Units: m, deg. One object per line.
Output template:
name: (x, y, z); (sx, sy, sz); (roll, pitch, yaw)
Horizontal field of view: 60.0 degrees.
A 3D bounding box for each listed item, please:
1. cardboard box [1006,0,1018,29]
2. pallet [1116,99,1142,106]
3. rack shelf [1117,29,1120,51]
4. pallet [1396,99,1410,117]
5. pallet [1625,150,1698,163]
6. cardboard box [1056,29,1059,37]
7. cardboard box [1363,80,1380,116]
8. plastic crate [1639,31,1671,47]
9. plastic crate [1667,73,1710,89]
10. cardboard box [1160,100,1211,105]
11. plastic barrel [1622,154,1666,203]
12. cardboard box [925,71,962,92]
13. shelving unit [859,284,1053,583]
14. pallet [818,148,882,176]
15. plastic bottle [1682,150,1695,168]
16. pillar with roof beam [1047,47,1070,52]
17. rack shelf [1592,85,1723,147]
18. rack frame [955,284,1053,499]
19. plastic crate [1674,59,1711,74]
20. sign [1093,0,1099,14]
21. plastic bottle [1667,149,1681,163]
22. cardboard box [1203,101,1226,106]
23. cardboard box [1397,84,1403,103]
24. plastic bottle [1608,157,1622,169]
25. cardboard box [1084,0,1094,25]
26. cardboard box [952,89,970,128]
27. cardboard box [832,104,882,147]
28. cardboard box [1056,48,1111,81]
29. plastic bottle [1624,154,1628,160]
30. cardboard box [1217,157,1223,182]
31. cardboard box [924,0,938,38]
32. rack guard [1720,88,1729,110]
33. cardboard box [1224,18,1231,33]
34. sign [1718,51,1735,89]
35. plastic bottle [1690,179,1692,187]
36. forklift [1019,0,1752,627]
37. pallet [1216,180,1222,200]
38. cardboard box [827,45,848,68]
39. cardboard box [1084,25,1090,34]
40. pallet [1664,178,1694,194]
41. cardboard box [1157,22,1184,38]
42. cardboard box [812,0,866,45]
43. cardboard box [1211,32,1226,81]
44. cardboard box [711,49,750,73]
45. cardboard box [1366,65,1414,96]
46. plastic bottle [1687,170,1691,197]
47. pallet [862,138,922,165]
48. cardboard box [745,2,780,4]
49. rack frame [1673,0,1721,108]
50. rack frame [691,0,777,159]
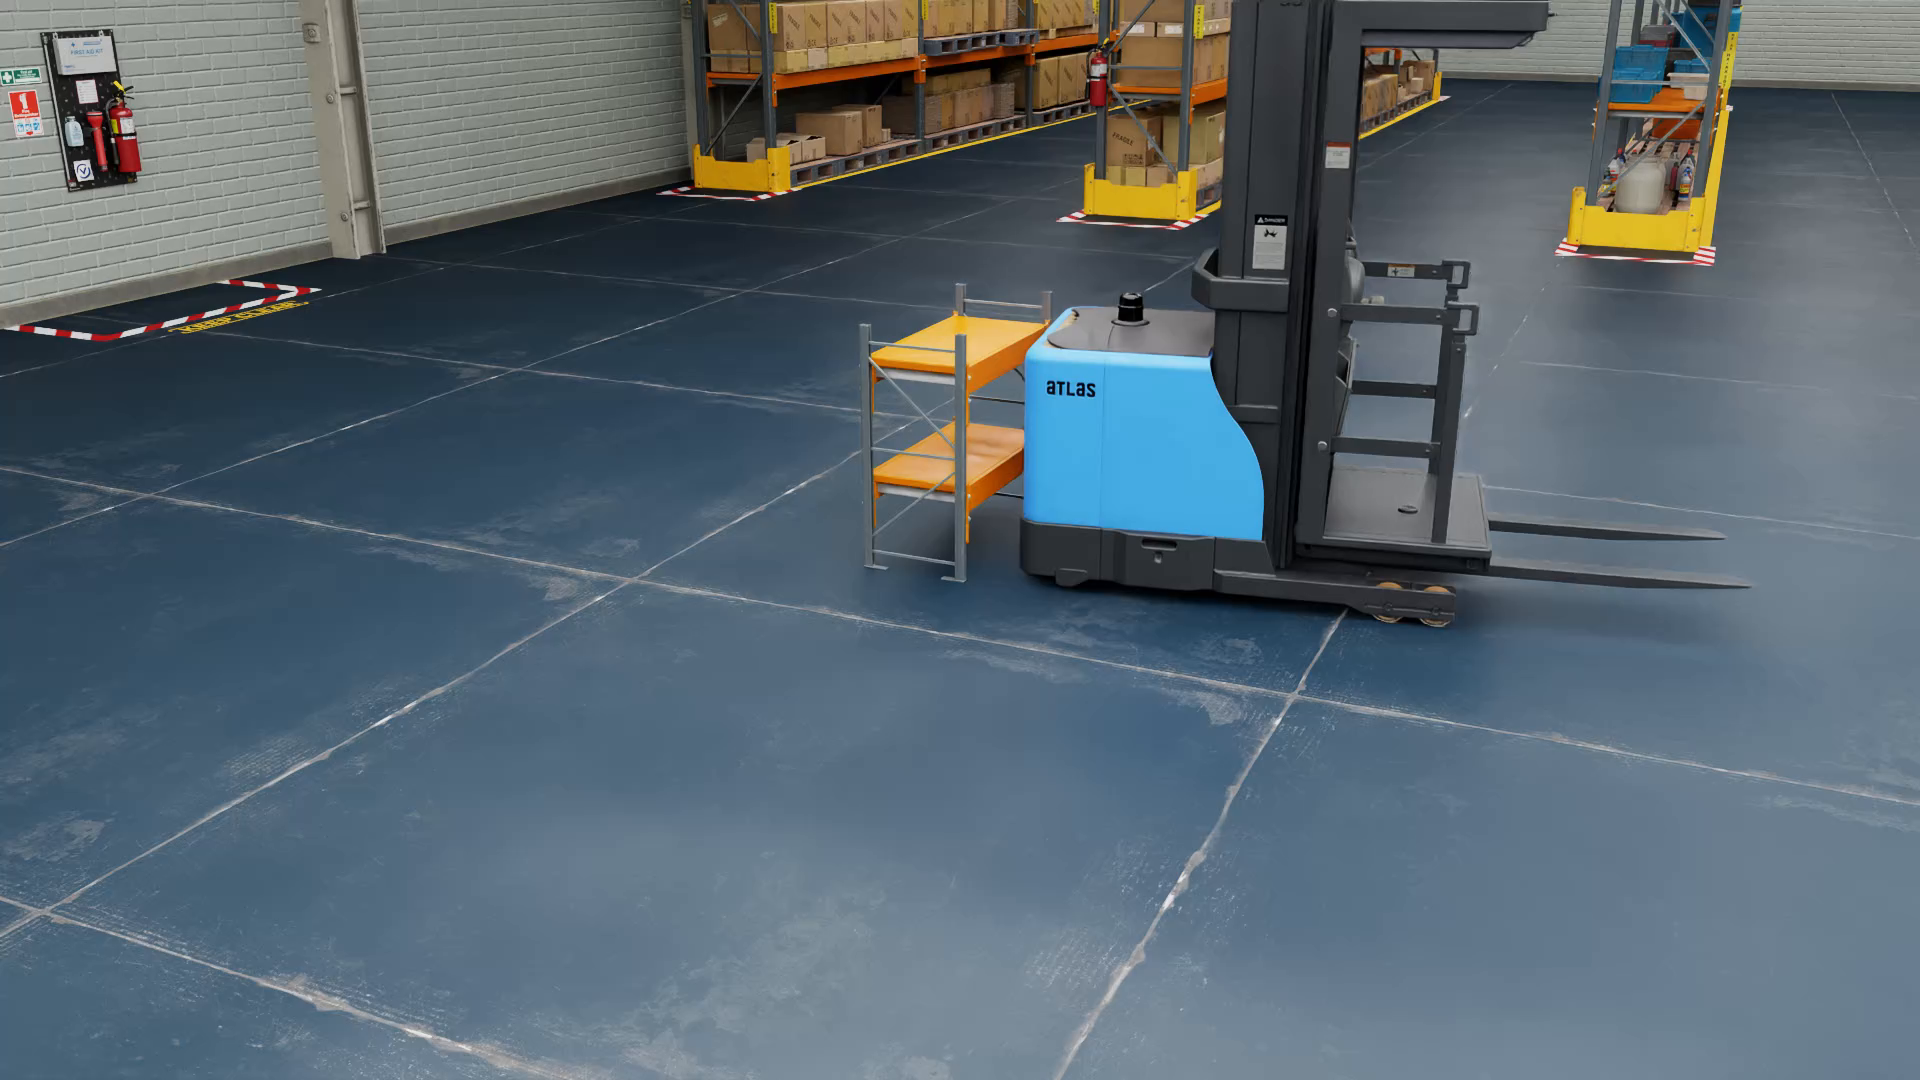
cardboard box: (0.486, -8.112, 25.497); (0.700, 0.500, 0.500); (6, 20, 16)
pallet: (2.690, -8.134, 30.524); (1.003, 0.211, 1.213); (9, 21, 23)
rack shelf: (3.126, -9.498, 31.273); (1.077, 0.370, 4.000); (9, 21, 23)
pallet: (7.110, -7.443, 28.583); (1.003, 0.211, 1.213); (9, 21, 23)
pallet: (8.854, -4.727, 20.944); (1.003, 0.211, 1.213); (9, 21, 23)
cardboard box: (1.401, -8.283, 27.127); (0.380, 0.149, 0.250); (9, 21, 24)
cardboard box: (6.265, -6.928, 26.046); (0.500, 0.500, 0.500); (8, 21, 21)
plastic crate: (7.988, -5.641, 19.258); (0.402, 0.464, 0.583); (9, 21, 23)
plastic crate: (7.635, -4.765, 17.285); (0.530, 0.136, 0.437); (9, 21, 23)
cardboard box: (2.667, -4.953, 19.776); (0.500, 0.500, 0.500); (9, 21, 23)
plastic barrel: (6.836, -3.589, 16.669); (0.421, 0.512, 0.421); (0, 20, 0)
cardboard box: (-0.296, -6.685, 24.244); (0.500, 0.250, 0.500); (8, 21, 21)
shelving unit: (0.003, -0.532, 7.786); (0.538, 1.125, 1.048); (9, 21, 23)
pallet: (-1.710, -4.882, 21.381); (1.003, 0.211, 1.213); (9, 21, 23)
plastic bottle: (8.069, -4.144, 18.440); (0.144, 0.351, 0.185); (8, 21, 21)
pillar with roof beam: (5.732, -11.794, 27.703); (9.100, 9.000, 0.400); (9, 21, 23)
rack shelf: (7.250, -4.470, 17.136); (1.077, 0.370, 4.000); (9, 21, 23)
rack frame: (0.211, -0.687, 8.223); (0.500, 1.125, 0.032); (9, 21, 23)
plastic crate: (7.864, -4.975, 17.704); (0.499, 0.251, 0.616); (9, 21, 23)
sign: (1.425, -5.615, 17.198); (0.100, 0.325, 0.005); (9, 21, 23)
plastic bottle: (7.937, -4.163, 18.496); (0.144, 0.351, 0.185); (9, 21, 23)
cardboard box: (3.145, -4.881, 19.574); (0.500, 0.500, 0.500); (9, 21, 23)
cardboard box: (7.197, -7.586, 28.180); (0.500, 0.311, 0.500); (9, 21, 23)
plastic bottle: (7.033, -3.946, 17.884); (0.144, 0.351, 0.185); (10, 22, 25)
cardboard box: (1.935, -8.937, 27.999); (0.500, 0.500, 0.500); (9, 21, 23)
cardboard box: (-0.271, -6.352, 24.428); (0.700, 0.500, 0.500); (9, 21, 23)
cardboard box: (-1.358, -5.487, 21.995); (0.500, 0.500, 0.500); (7, 21, 19)
cardboard box: (2.159, -8.194, 29.115); (0.750, 0.750, 0.750); (9, 21, 23)
plastic bottle: (7.431, -4.205, 18.724); (0.152, 0.276, 0.135); (9, 22, 25)
cardboard box: (2.743, -4.221, 18.837); (0.500, 0.250, 0.500); (9, 21, 23)
cardboard box: (-0.729, -7.185, 22.891); (0.700, 0.500, 0.500); (9, 21, 23)
rack guard: (12.981, -7.921, 29.494); (1.175, 0.500, 0.348); (9, 21, 23)
cardboard box: (2.797, -5.716, 18.447); (0.380, 0.149, 0.250); (8, 21, 22)
sign: (6.931, -4.252, 15.034); (0.100, 0.325, 0.005); (9, 21, 23)
plastic bottle: (7.764, -3.827, 17.772); (0.097, 0.201, 0.097); (0, 20, 0)
forklift: (1.840, -1.215, 7.010); (3.031, 2.935, 1.130); (5, 20, 13)
pallet: (2.690, -4.176, 19.396); (1.003, 0.211, 1.213); (9, 21, 23)
cardboard box: (-1.704, -5.917, 20.325); (0.500, 0.250, 0.500); (8, 21, 22)
cardboard box: (1.983, -8.667, 28.207); (0.380, 0.149, 0.250); (9, 21, 23)
pallet: (7.756, -3.907, 18.641); (1.003, 0.211, 1.213); (9, 21, 23)
cardboard box: (2.271, -5.322, 17.340); (0.380, 0.149, 0.250); (8, 21, 22)
cardboard box: (-1.508, -6.420, 20.620); (0.500, 0.500, 0.500); (9, 22, 24)
cardboard box: (2.536, -5.379, 18.468); (0.700, 0.500, 0.500); (9, 21, 23)
cardboard box: (-2.592, -5.666, 19.617); (0.500, 0.250, 0.500); (9, 21, 23)
cardboard box: (7.592, -8.153, 29.487); (0.797, 0.503, 0.637); (9, 21, 23)
plastic bottle: (7.567, -3.704, 17.304); (0.061, 0.283, 0.133); (9, 21, 24)
pallet: (-1.212, -5.256, 22.433); (1.003, 0.211, 1.213); (9, 21, 23)
cardboard box: (-2.393, -6.175, 19.931); (0.500, 0.500, 0.500); (9, 21, 23)
rack frame: (12.983, -9.089, 29.050); (1.000, 3.000, 0.127); (9, 21, 23)
rack frame: (-2.607, -5.557, 19.119); (1.000, 3.000, 0.127); (9, 21, 23)
